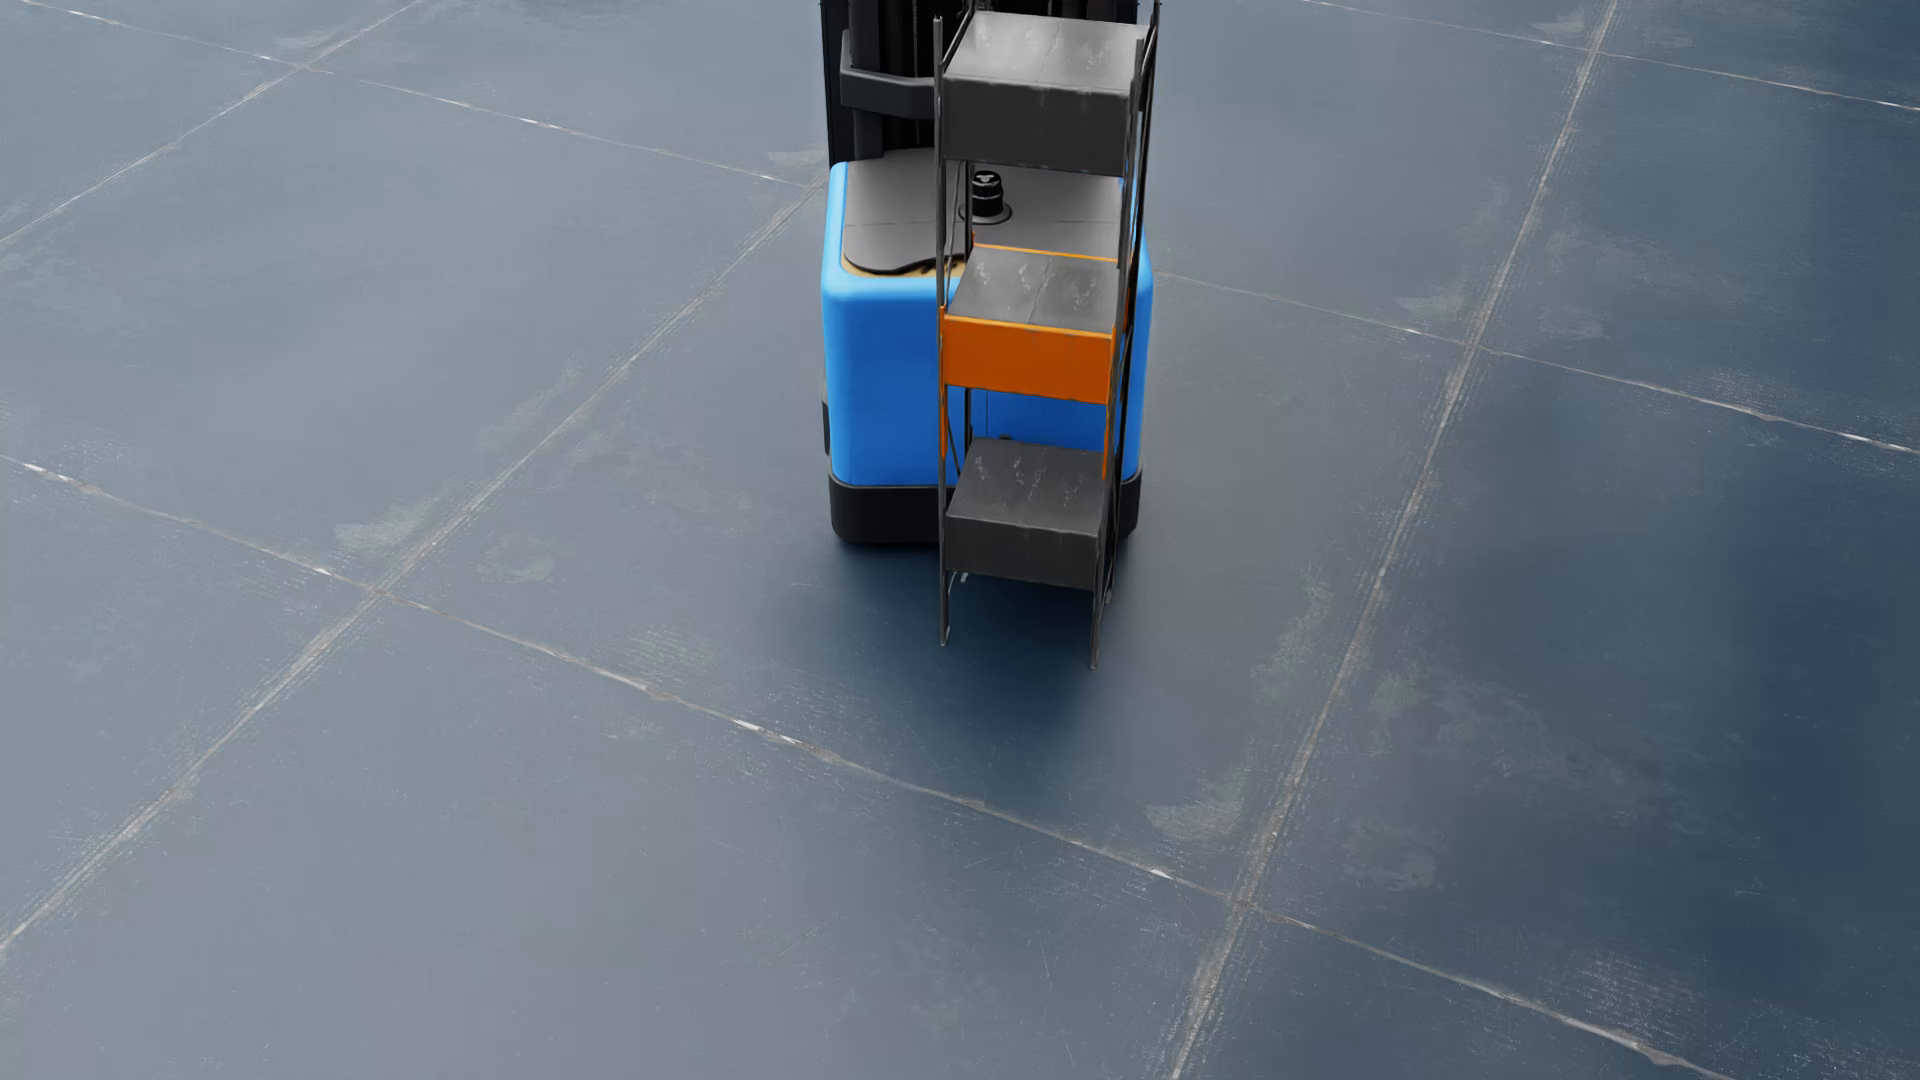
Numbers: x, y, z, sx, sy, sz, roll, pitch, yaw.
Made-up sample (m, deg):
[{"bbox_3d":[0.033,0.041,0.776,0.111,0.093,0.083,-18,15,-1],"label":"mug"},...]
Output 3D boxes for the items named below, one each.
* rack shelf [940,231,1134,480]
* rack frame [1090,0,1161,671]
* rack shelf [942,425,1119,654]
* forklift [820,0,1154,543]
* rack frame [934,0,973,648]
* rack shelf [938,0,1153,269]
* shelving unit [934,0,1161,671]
[{"bbox_3d":[0.224,-0.532,4.781,0.480,0.518,0.431,8,42,9],"label":"rack shelf"},{"bbox_3d":[0.463,-0.508,4.733,0.015,2.100,0.400,8,42,9],"label":"rack frame"},{"bbox_3d":[0.224,-0.003,5.240,0.480,0.518,0.431,8,42,9],"label":"rack shelf"},{"bbox_3d":[0.060,-2.039,5.865,1.130,2.935,3.031,-1,41,-1],"label":"forklift"},{"bbox_3d":[-0.014,-0.576,4.811,0.015,2.100,0.400,8,42,9],"label":"rack frame"},{"bbox_3d":[0.224,-1.061,4.323,0.480,0.518,0.431,8,42,9],"label":"rack shelf"},{"bbox_3d":[0.224,-0.542,4.772,0.503,2.100,0.431,8,42,9],"label":"shelving unit"}]
